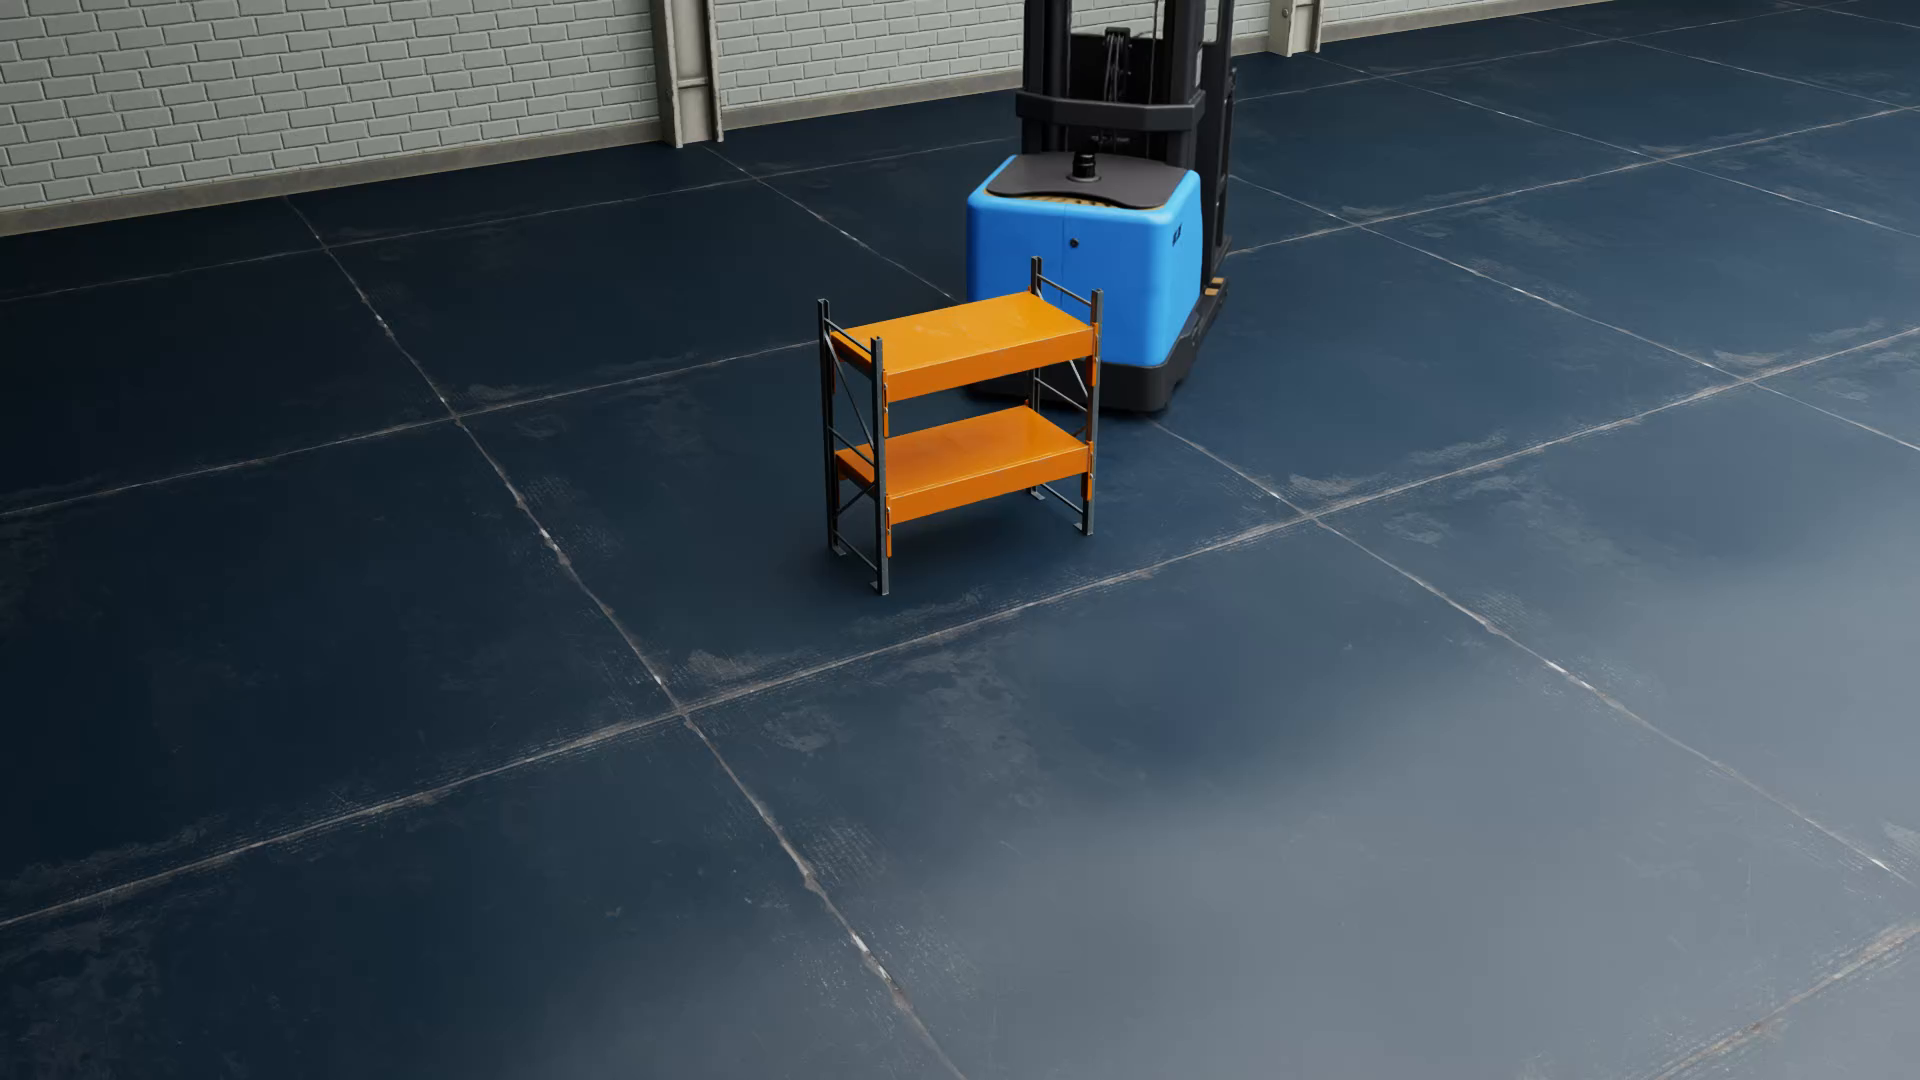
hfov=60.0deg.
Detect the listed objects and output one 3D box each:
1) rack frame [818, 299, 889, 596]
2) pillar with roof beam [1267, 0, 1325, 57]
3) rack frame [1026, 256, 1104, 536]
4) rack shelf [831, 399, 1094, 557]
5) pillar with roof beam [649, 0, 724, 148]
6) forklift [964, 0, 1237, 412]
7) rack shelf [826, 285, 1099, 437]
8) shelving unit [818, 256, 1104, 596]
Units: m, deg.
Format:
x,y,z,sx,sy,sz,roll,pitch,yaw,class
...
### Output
x,y,z,sx,sy,sz,roll,pitch,yaw,class
-0.432,-0.370,6.756,0.032,1.125,0.500,-16,33,-26,rack frame
5.286,-6.710,10.095,0.400,9.000,9.100,-16,33,-26,pillar with roof beam
0.444,-0.619,7.207,0.032,1.125,0.500,-16,33,-26,rack frame
0.006,-0.280,7.099,1.000,0.278,0.538,-16,33,-26,rack shelf
0.113,-5.241,7.434,0.400,9.000,9.100,-16,33,-26,pillar with roof beam
0.943,-2.615,8.956,1.130,2.935,3.031,9,30,15,forklift
0.006,-0.750,6.840,1.000,0.278,0.538,-16,33,-26,rack shelf
0.006,-0.494,6.981,1.048,1.125,0.538,-16,33,-26,shelving unit
